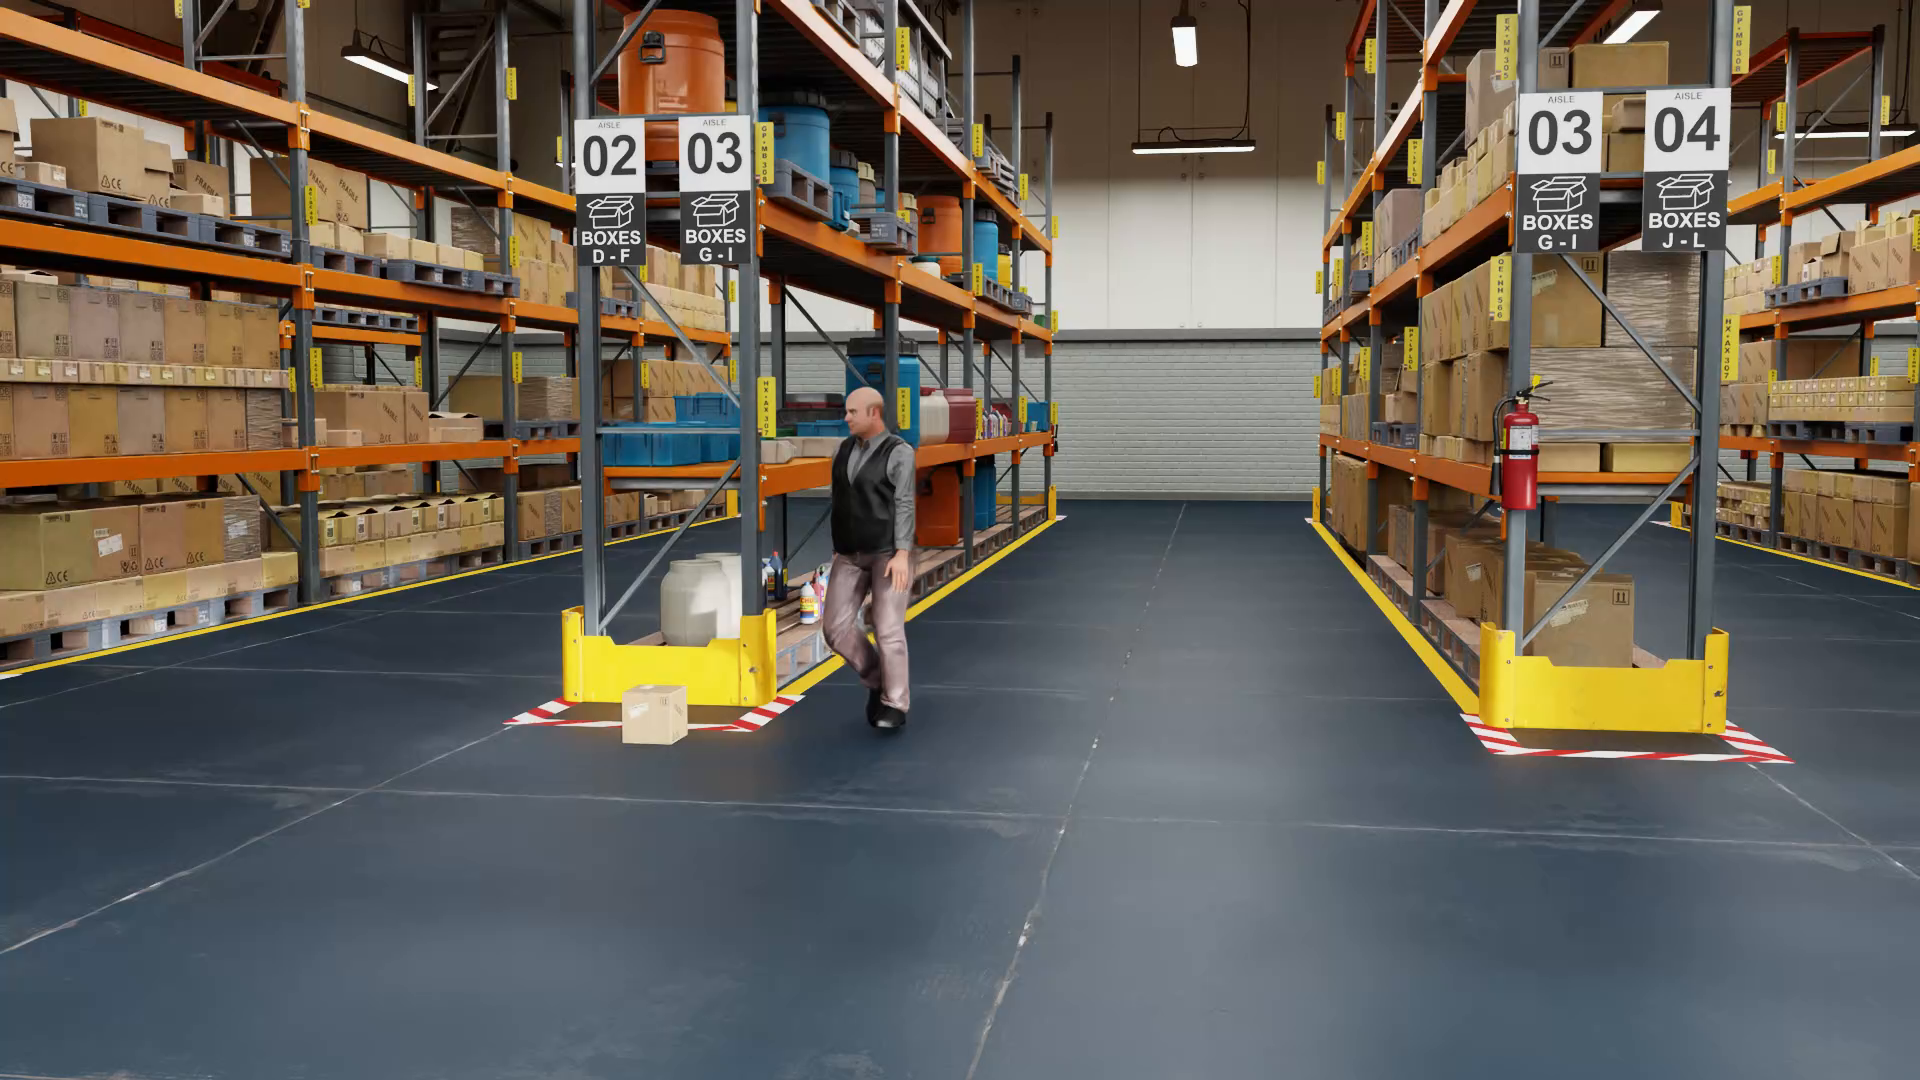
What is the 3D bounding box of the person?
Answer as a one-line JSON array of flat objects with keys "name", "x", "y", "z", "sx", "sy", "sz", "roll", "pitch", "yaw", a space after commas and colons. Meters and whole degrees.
[{"name": "person", "x": -0.438, "y": 0.092, "z": 8.397, "sx": 0.584, "sy": 1.720, "sz": 0.474, "roll": 3, "pitch": 5, "yaw": 30}]
